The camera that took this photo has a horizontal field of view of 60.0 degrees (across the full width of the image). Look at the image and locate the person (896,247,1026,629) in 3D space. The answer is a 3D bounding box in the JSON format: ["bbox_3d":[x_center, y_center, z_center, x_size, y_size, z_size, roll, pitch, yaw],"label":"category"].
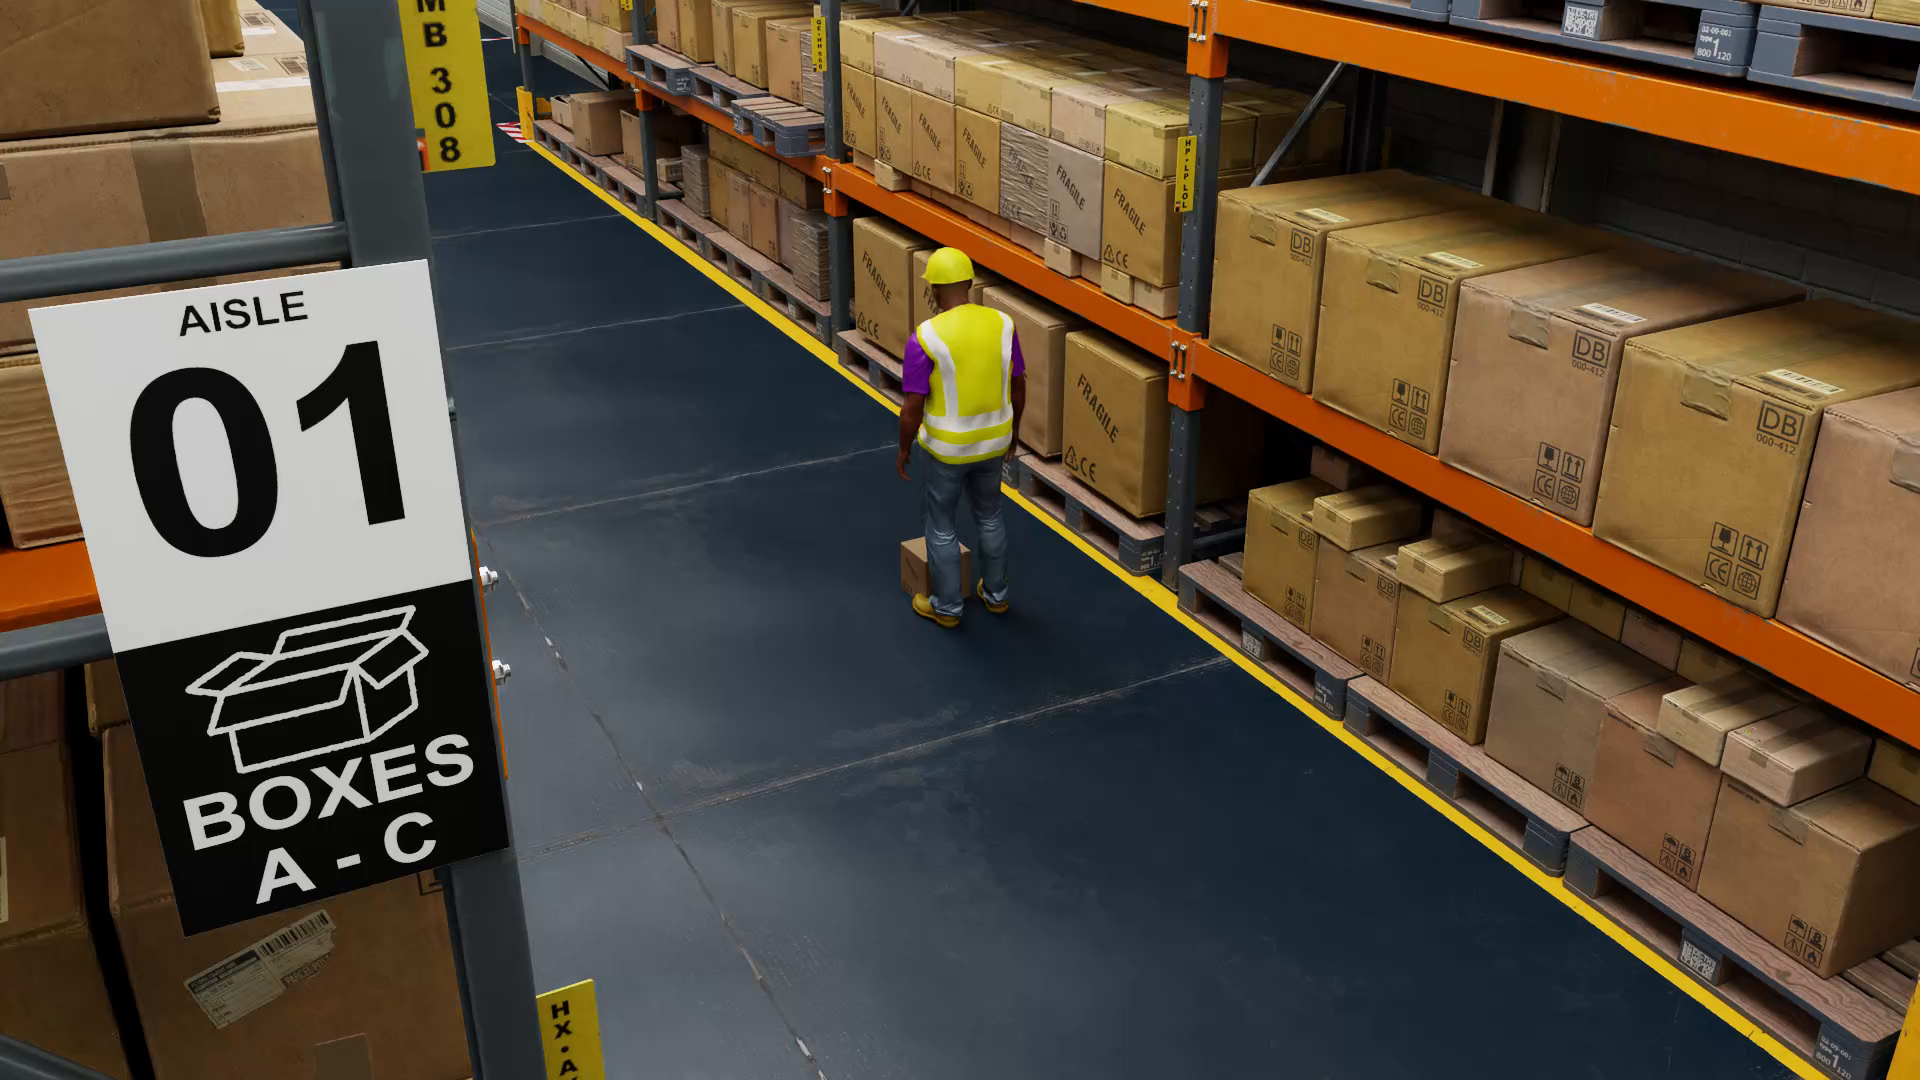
[{"bbox_3d":[0.001,-0.456,7.548,0.628,1.761,0.451,-12,28,-25],"label":"person"}]
